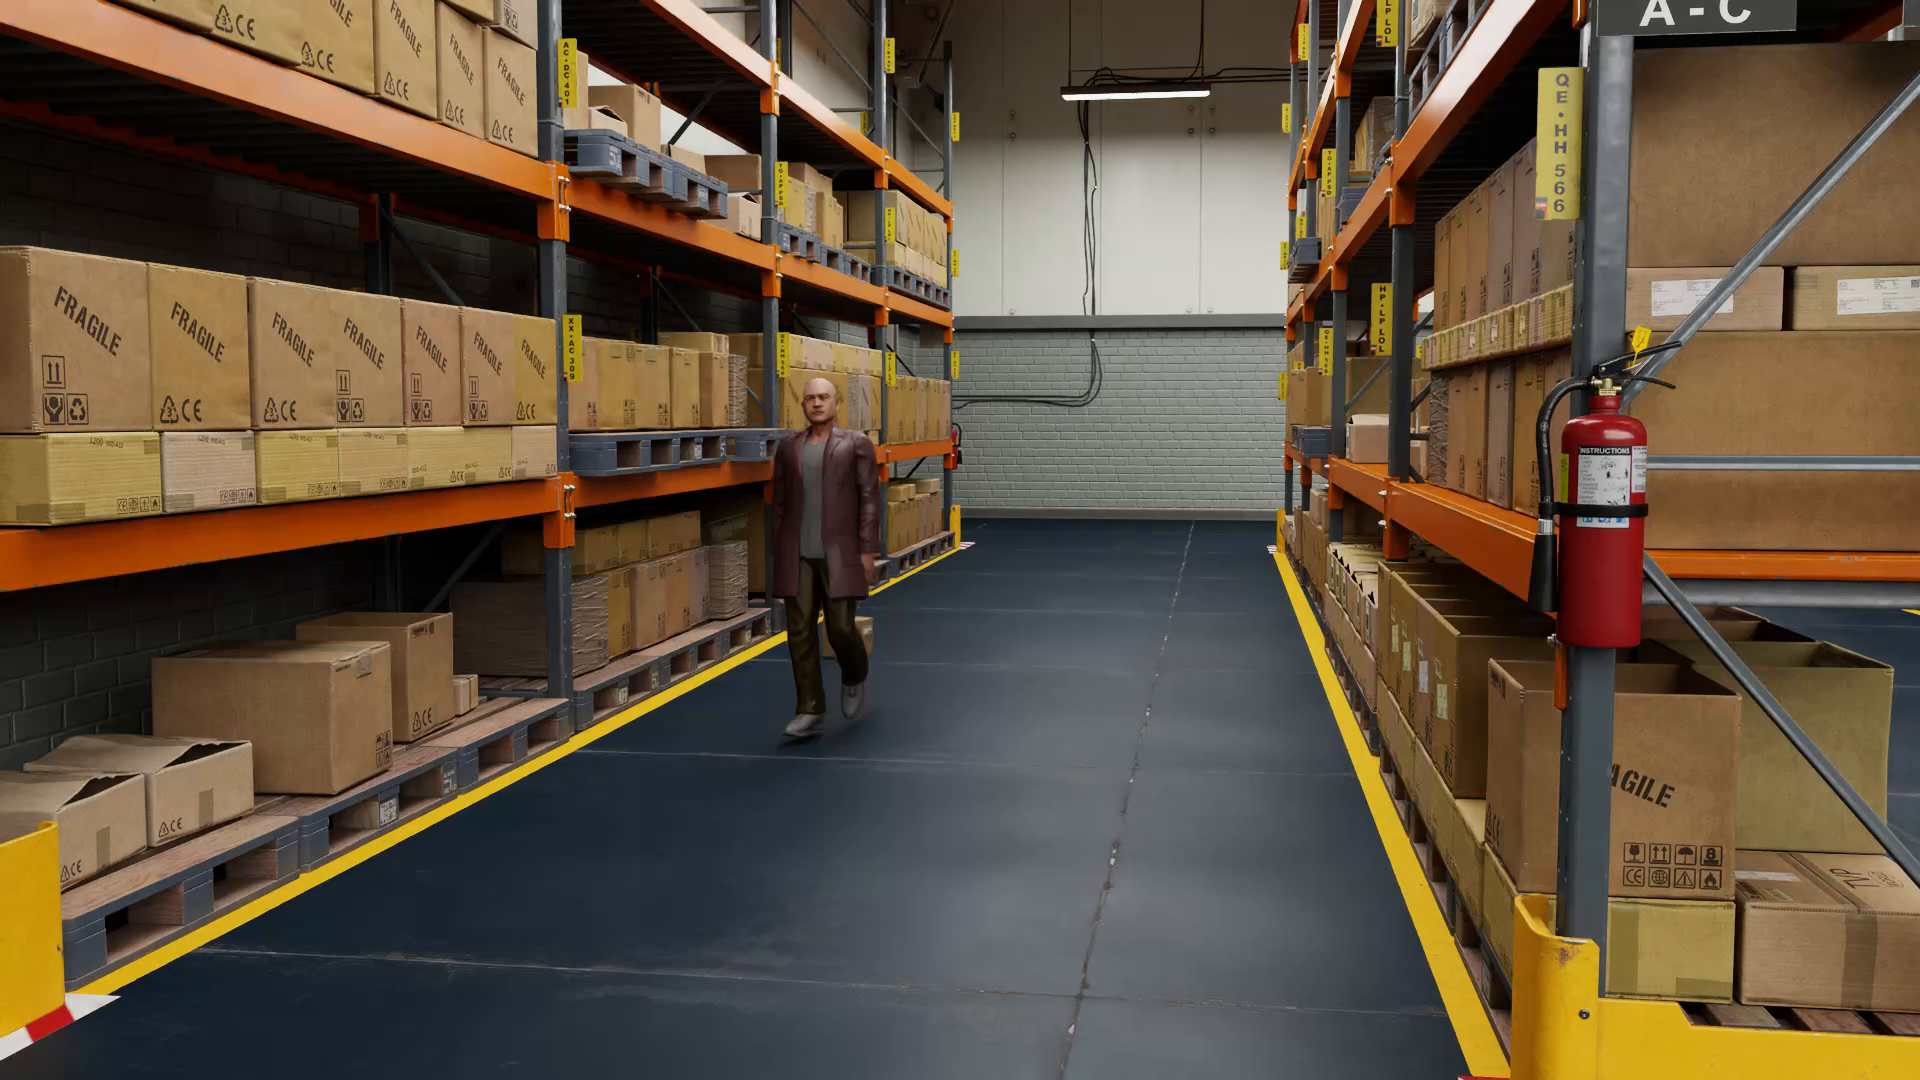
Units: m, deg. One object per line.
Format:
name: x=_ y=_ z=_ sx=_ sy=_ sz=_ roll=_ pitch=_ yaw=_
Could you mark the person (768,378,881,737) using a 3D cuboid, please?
person: x=-0.679 y=0.073 z=8.333 sx=0.585 sy=1.763 sz=0.693 roll=1 pitch=4 yaw=13
